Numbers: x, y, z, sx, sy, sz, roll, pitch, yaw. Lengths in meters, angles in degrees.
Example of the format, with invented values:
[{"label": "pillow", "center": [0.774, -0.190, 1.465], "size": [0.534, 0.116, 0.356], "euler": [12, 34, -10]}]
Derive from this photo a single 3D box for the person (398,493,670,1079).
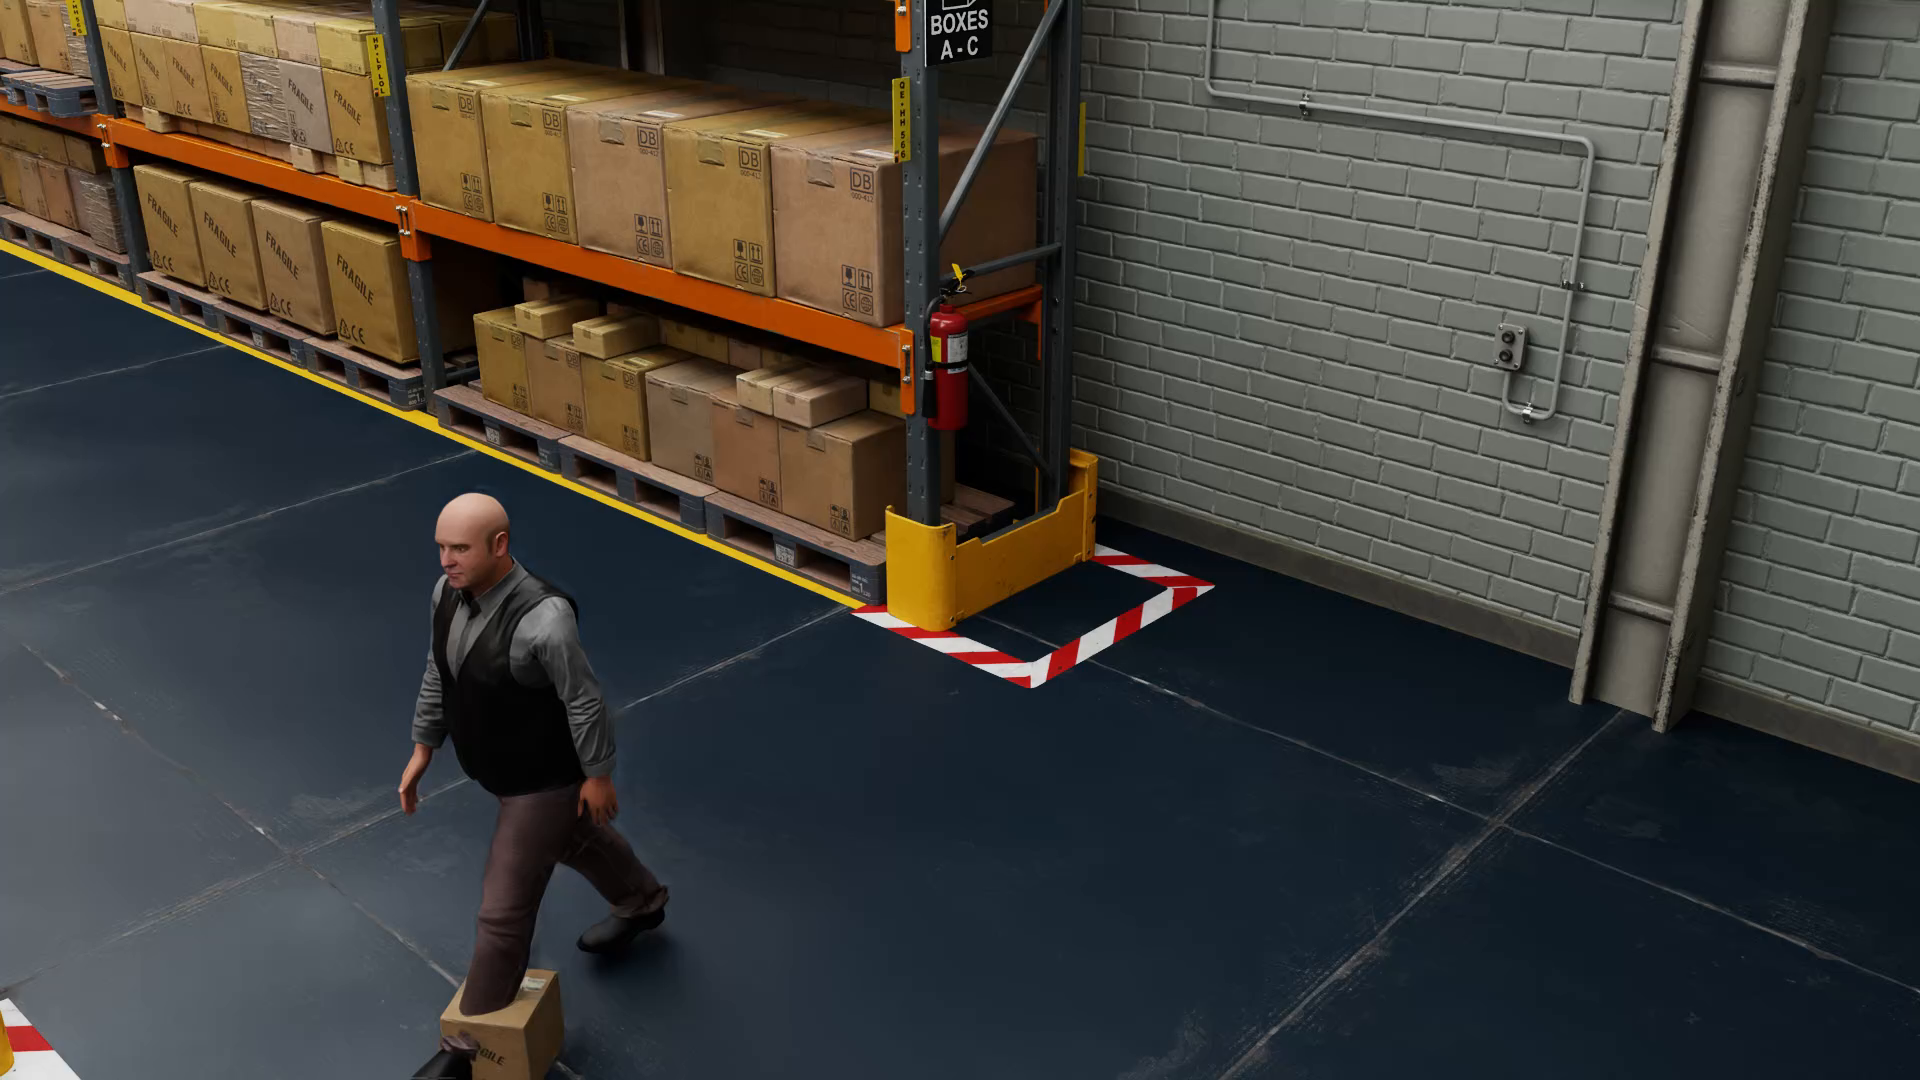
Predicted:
[{"label": "person", "center": [-1.265, 0.643, 4.661], "size": [0.556, 1.667, 1.045], "euler": [21, 32, 40]}]
